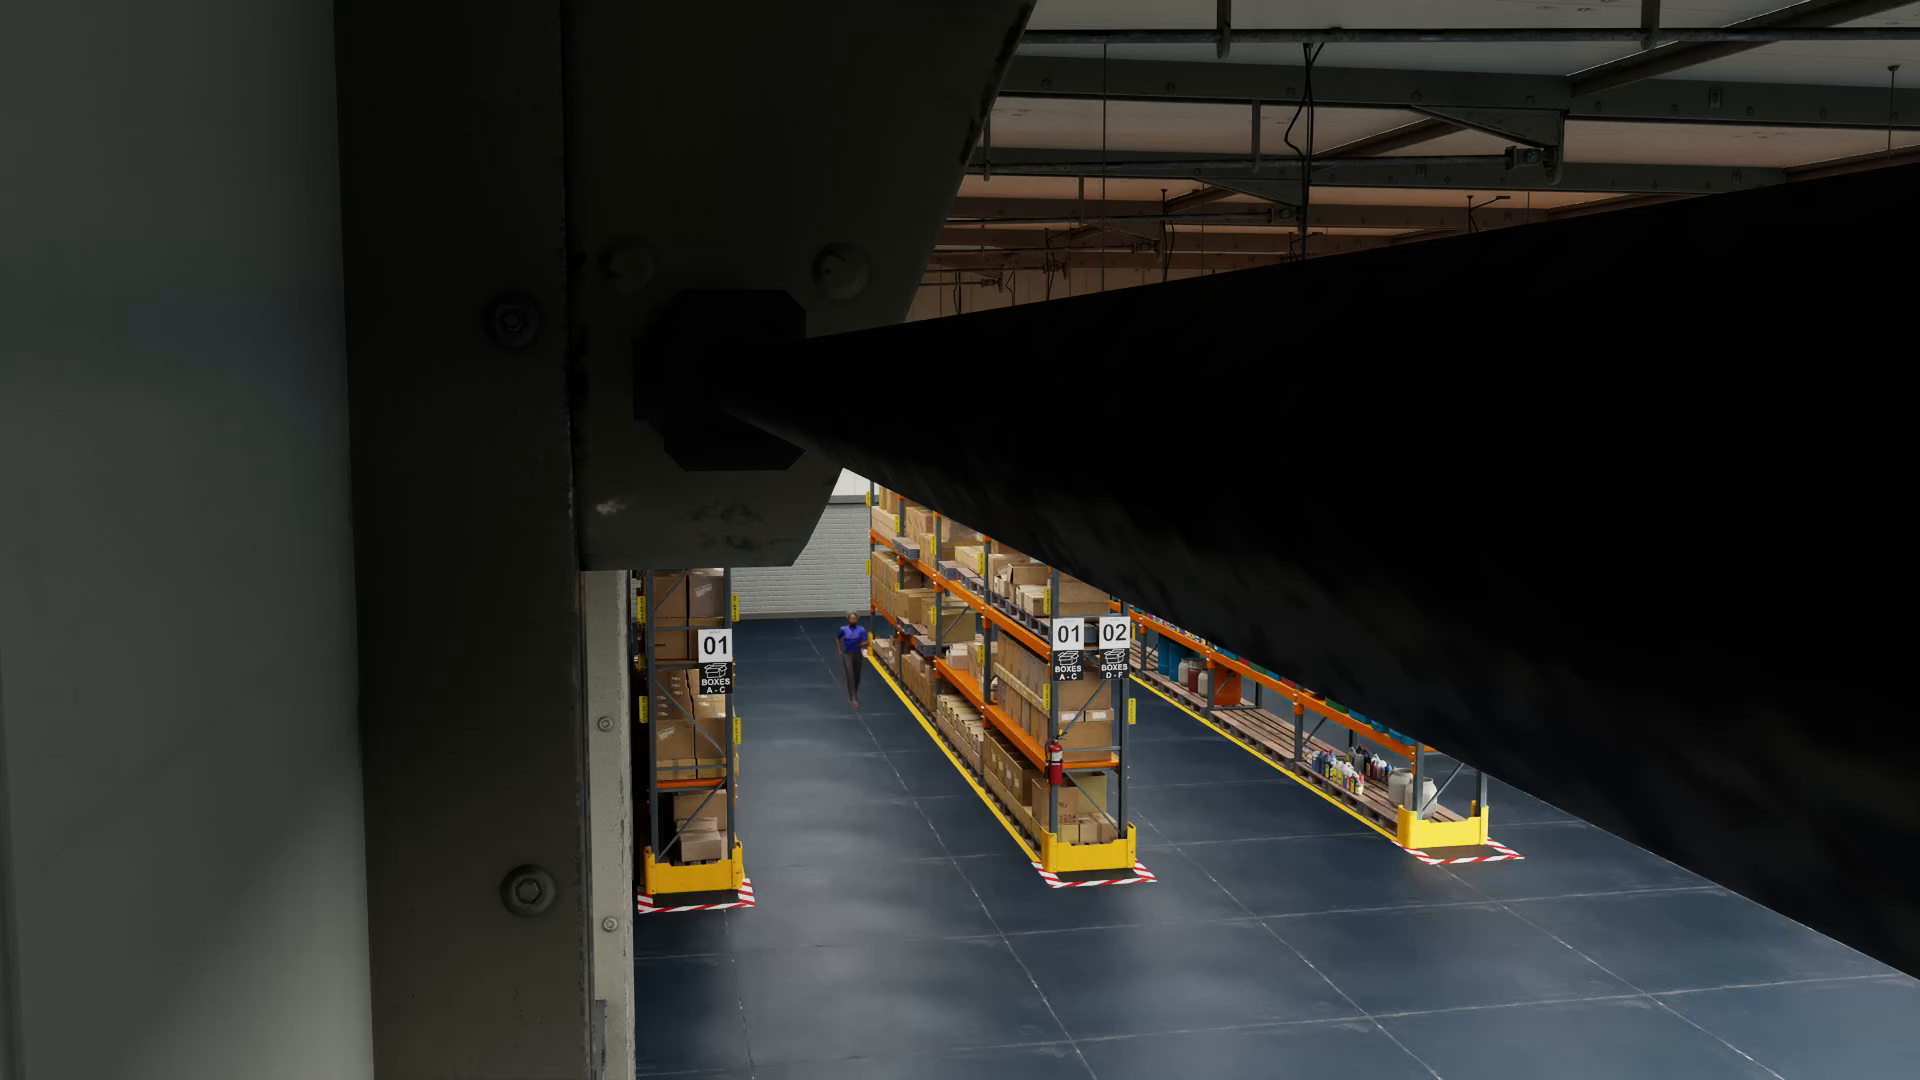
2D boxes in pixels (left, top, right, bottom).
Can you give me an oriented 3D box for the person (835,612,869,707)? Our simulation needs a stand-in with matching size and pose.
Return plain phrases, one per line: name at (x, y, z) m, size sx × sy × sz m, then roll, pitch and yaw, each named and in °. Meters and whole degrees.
person at (-1.906, 2.124, 29.646) m, size 0.577 × 1.692 × 0.820 m, roll -1°, pitch 6°, yaw -12°
